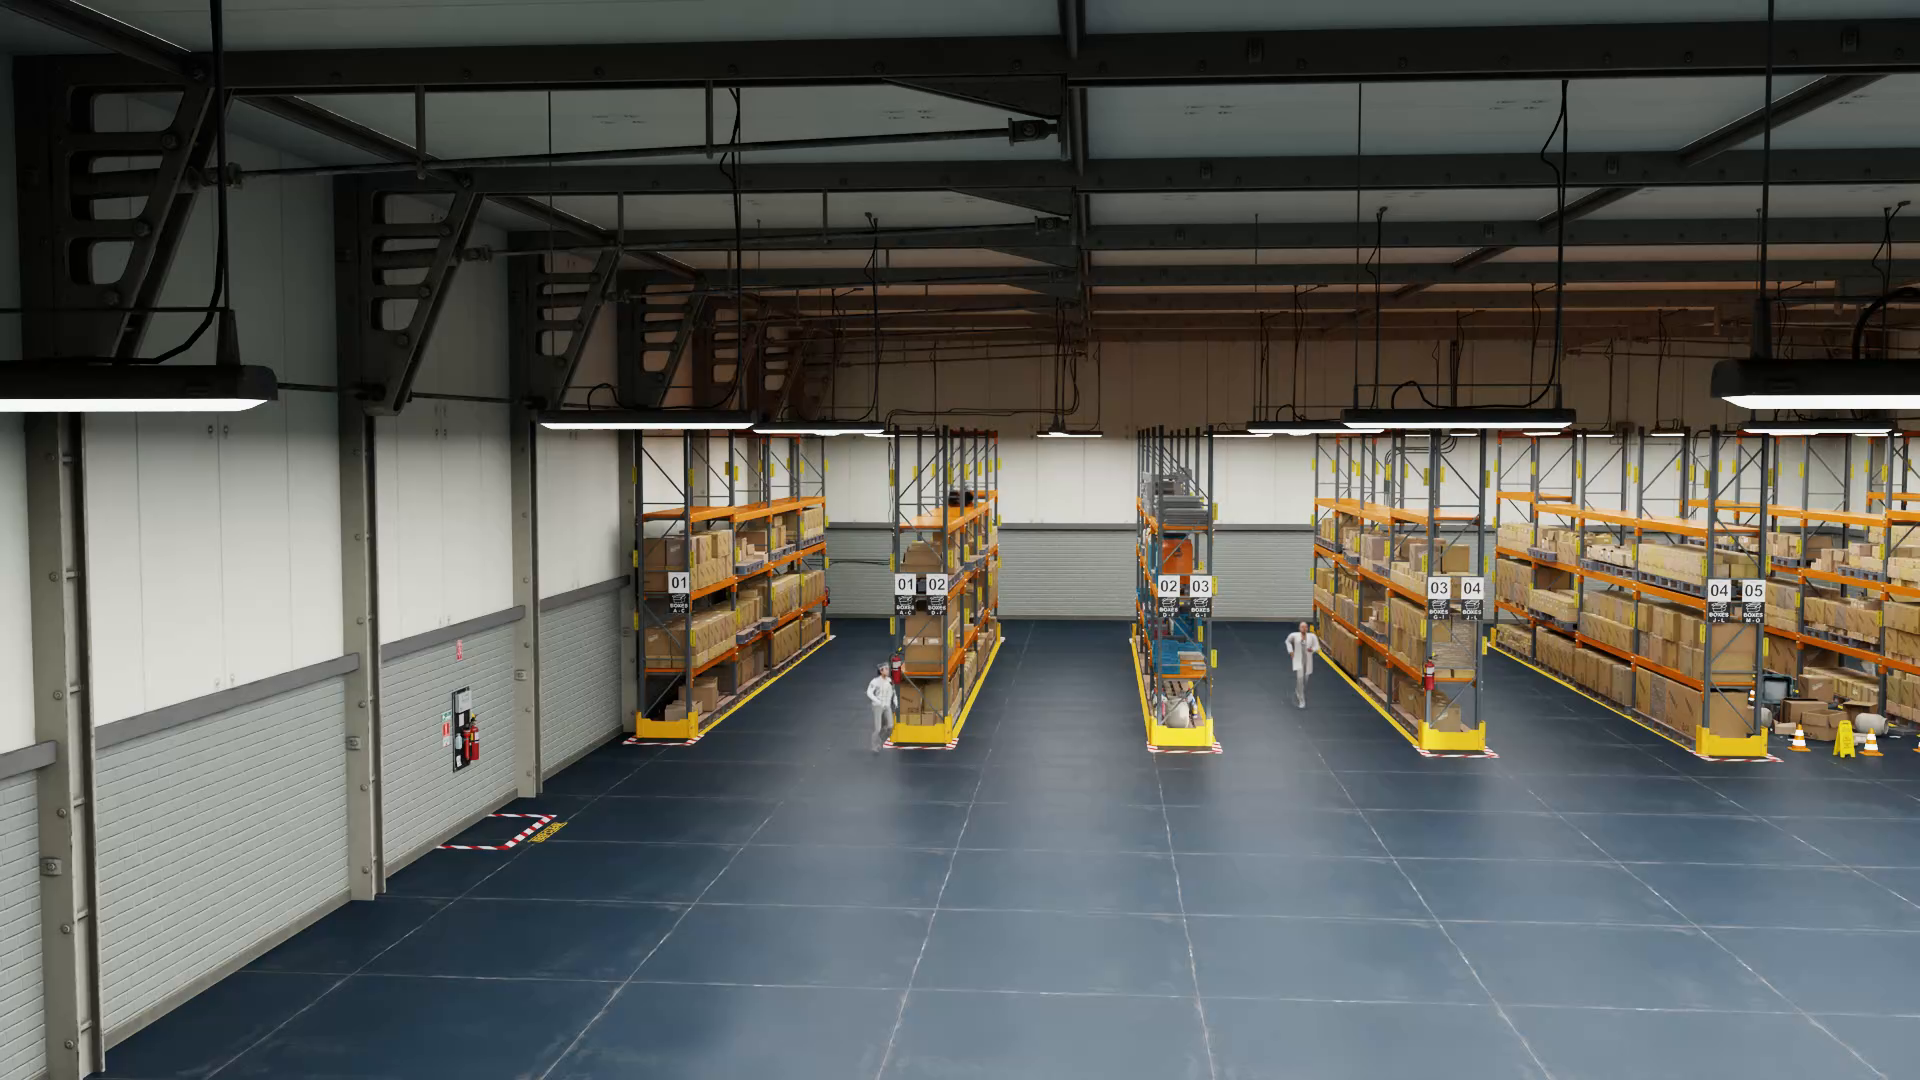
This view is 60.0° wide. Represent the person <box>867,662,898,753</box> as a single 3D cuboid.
[{"bbox_3d":[-1.388,3.068,30.513,0.690,1.649,0.488,-2,4,-36],"label":"person"}]

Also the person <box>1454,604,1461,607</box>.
[{"bbox_3d":[13.431,2.165,44.623,0.692,1.828,0.648,1,4,13],"label":"person"}]

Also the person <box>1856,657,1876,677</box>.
[{"bbox_3d":[21.605,2.522,39.562,0.575,1.627,0.599,0,3,5],"label":"person"}]

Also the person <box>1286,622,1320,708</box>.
[{"bbox_3d":[7.436,2.728,36.030,0.668,1.750,1.085,0,3,-4],"label":"person"}]
